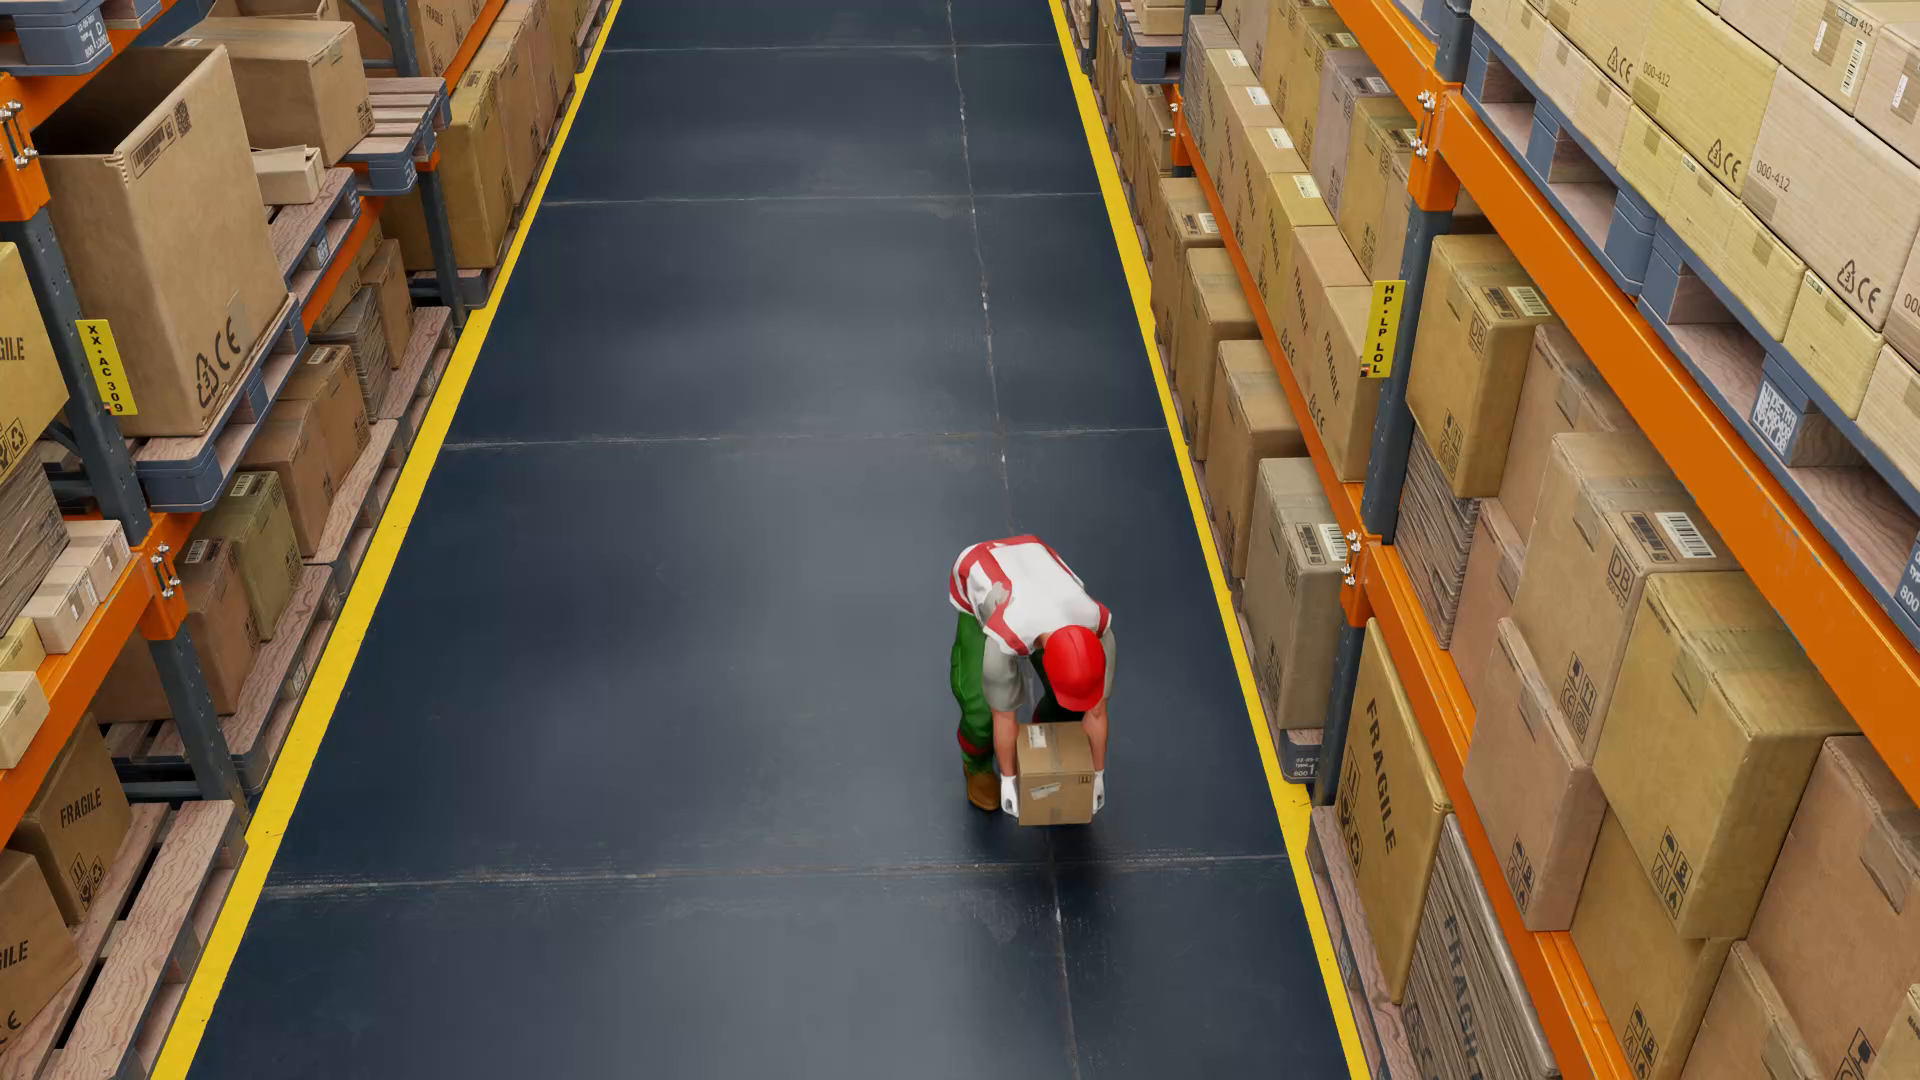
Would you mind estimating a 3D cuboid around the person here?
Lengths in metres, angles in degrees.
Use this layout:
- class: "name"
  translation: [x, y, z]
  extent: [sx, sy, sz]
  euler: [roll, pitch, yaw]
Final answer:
- class: "person"
  translation: [0.263, 0.562, 5.890]
  extent: [0.523, 1.132, 0.951]
  euler: [-10, 36, -14]
